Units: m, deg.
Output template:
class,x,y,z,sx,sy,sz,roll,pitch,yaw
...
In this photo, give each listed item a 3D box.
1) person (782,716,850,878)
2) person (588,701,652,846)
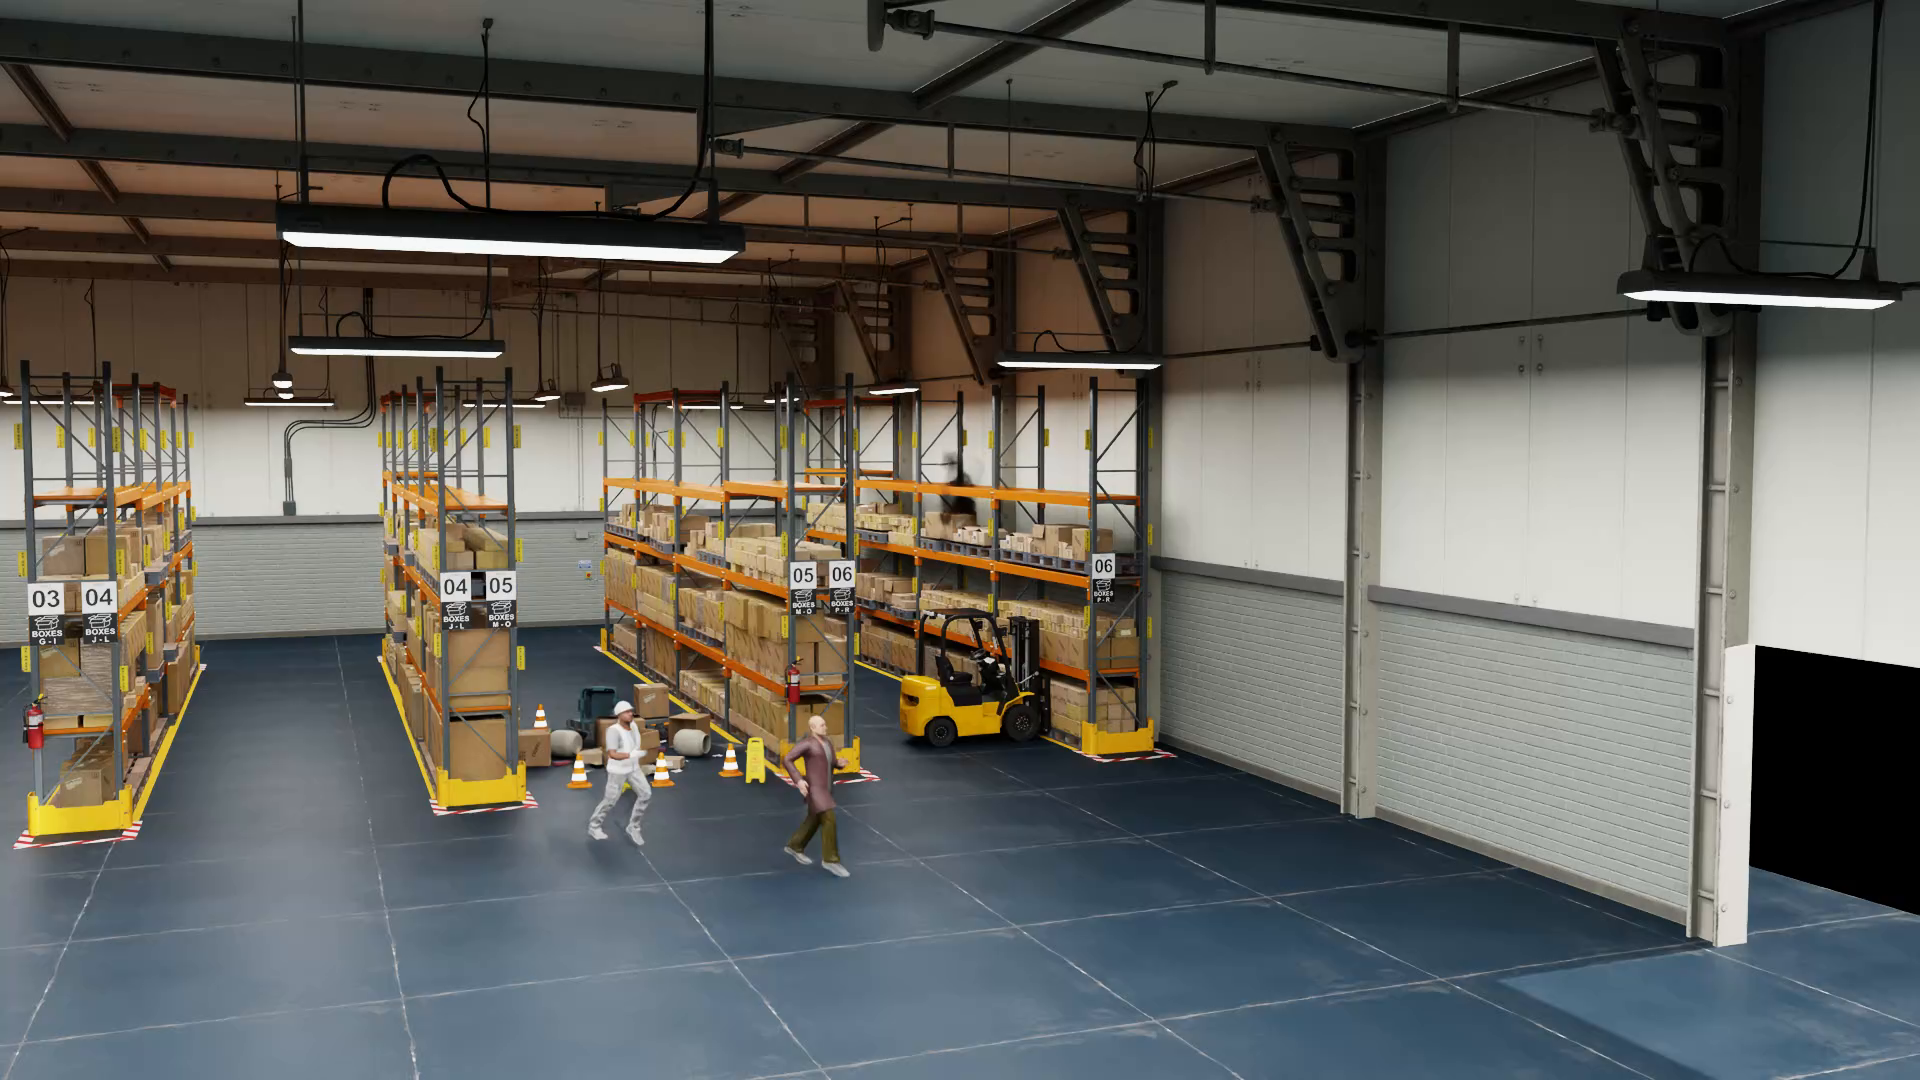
class,x,y,z,sx,sy,sz,roll,pitch,yaw
person,-1.658,2.941,19.246,0.927,1.828,0.682,1,4,21
person,-4.158,2.876,20.553,0.903,1.806,0.694,2,4,29
